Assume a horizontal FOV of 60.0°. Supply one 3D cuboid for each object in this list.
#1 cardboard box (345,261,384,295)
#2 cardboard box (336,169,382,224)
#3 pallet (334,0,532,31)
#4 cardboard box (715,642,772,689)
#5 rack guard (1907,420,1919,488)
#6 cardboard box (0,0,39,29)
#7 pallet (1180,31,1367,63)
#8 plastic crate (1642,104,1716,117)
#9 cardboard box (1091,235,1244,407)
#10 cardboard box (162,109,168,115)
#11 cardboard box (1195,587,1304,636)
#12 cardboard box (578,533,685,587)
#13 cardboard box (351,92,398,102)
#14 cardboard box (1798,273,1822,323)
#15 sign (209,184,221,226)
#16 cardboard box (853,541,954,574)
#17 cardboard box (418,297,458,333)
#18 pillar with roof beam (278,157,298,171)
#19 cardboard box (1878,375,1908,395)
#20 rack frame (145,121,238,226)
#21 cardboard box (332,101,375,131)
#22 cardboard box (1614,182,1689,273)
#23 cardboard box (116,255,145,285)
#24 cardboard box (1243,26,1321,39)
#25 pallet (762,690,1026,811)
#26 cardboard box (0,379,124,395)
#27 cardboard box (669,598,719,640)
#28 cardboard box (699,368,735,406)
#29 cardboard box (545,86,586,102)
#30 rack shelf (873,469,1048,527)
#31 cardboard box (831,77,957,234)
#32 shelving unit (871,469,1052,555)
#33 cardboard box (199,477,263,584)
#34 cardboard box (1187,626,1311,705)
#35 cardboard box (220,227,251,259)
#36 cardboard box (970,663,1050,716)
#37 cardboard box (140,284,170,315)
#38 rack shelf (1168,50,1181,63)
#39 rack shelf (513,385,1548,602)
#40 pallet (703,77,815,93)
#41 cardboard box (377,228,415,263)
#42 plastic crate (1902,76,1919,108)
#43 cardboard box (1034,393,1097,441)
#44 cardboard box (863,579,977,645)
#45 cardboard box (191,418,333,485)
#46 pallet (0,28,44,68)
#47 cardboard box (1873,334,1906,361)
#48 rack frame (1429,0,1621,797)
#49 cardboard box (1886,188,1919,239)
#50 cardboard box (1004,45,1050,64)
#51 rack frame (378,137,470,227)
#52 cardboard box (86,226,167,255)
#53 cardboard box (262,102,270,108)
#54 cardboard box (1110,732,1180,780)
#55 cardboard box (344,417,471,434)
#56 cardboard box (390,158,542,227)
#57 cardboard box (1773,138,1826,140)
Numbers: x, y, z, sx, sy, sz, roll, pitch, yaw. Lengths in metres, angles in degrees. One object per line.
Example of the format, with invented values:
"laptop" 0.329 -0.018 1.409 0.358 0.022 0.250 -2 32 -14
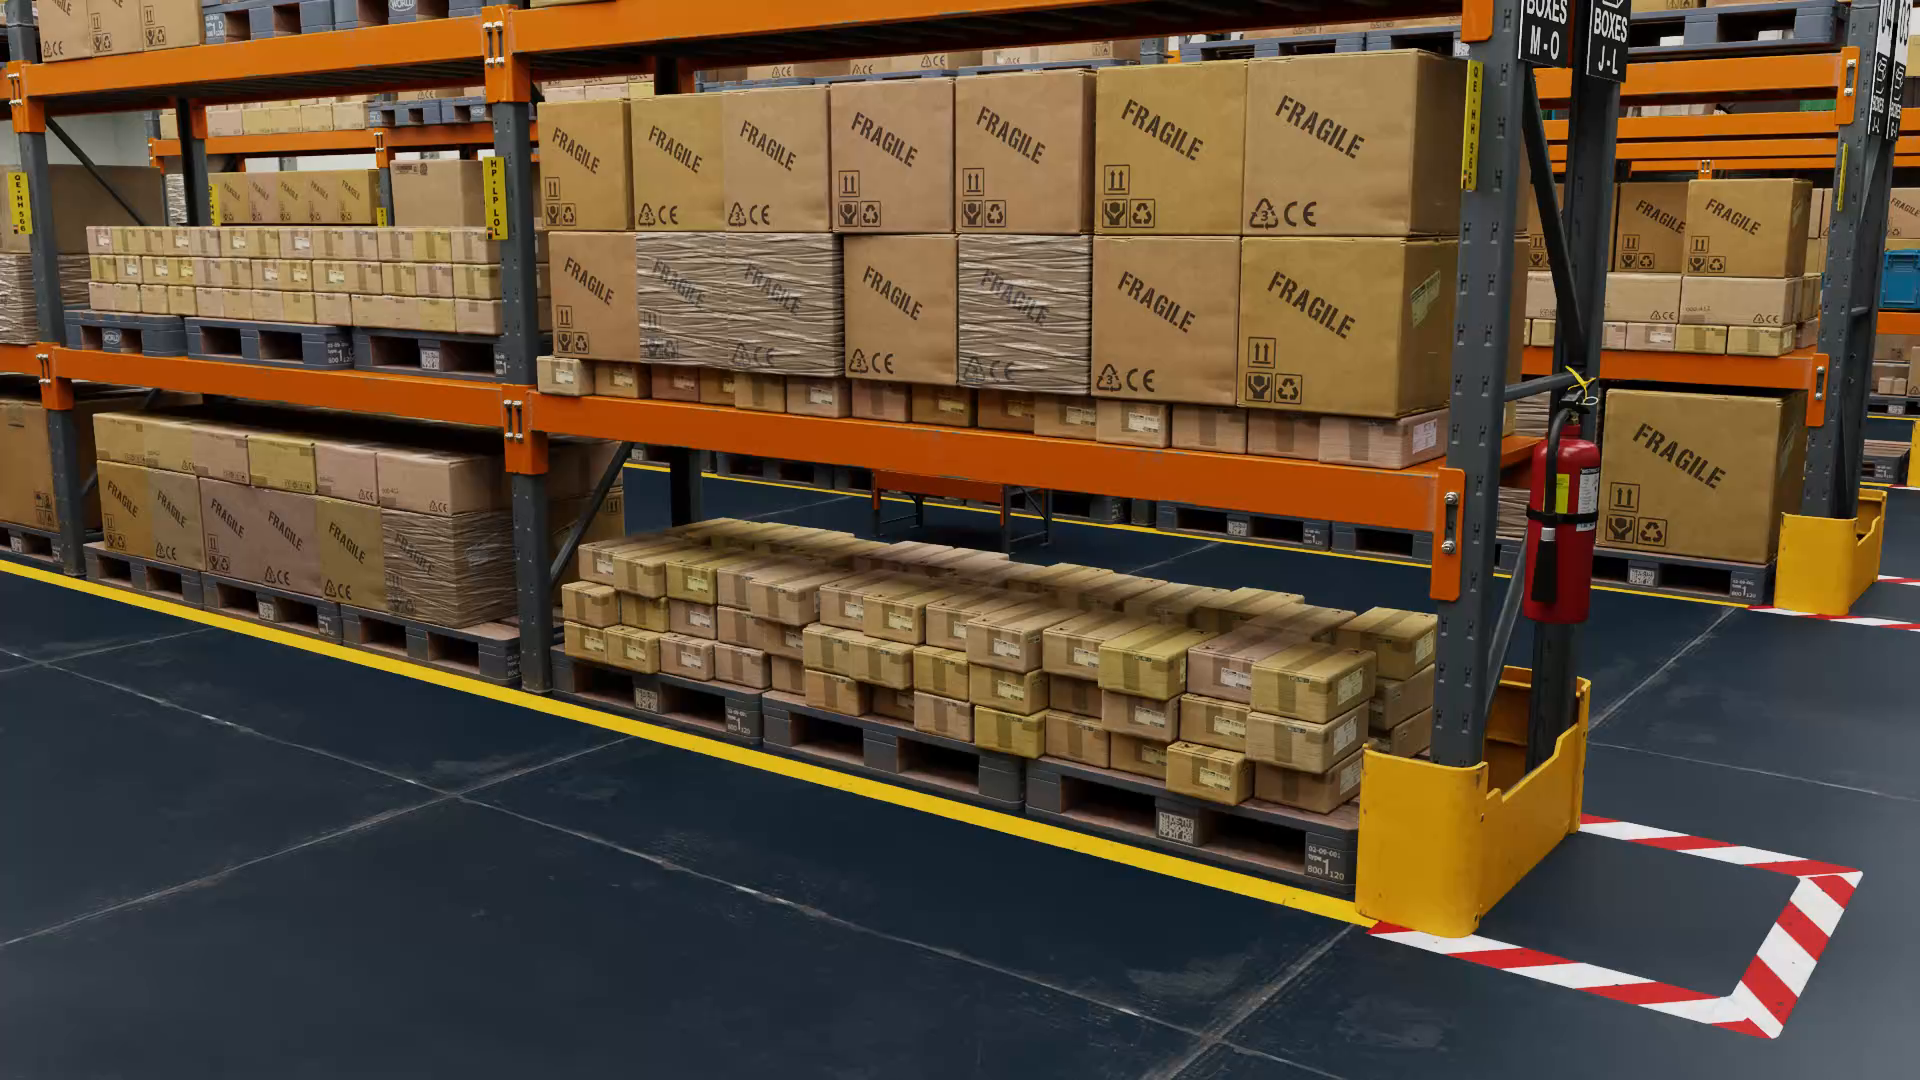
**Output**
"cardboard box" -2.614 -1.222 7.720 0.250 0.149 0.380 7 13 34
"cardboard box" -5.498 -3.232 15.662 0.500 0.500 0.500 8 13 36
"pallet" -1.976 -2.357 7.411 1.003 0.211 1.213 8 13 36
"cardboard box" -0.759 0.464 6.634 0.250 0.149 0.380 8 13 34
"rack guard" 7.658 -0.719 12.930 0.348 0.500 1.175 8 13 36
"cardboard box" -5.379 -2.987 9.422 0.250 0.166 0.380 8 13 36
"pallet" 2.129 -2.974 10.341 1.213 0.211 1.003 8 13 36
"plastic crate" 5.819 -3.485 13.441 0.530 0.136 0.437 8 13 36
"cardboard box" 0.756 -0.706 5.234 0.500 0.500 0.500 8 13 35
"cardboard box" -8.111 -4.516 17.424 0.250 0.149 0.380 8 13 35
"cardboard box" 1.040 0.289 5.971 0.250 0.149 0.380 8 13 35
"cardboard box" -1.387 0.081 7.046 0.250 0.149 0.380 9 14 38
"cardboard box" -5.405 -4.125 15.402 0.250 0.149 0.380 8 14 37
"cardboard box" 4.472 -1.356 9.256 0.500 0.250 0.500 8 13 34
"sign" -4.452 -1.954 9.892 0.005 0.325 0.100 8 13 36
"cardboard box" -0.231 0.118 6.856 0.250 0.149 0.380 7 13 33
"cardboard box" -2.189 -1.017 7.444 0.250 0.149 0.380 8 14 36
"pillar with roof beam" -20.217 -10.301 40.083 0.548 9.000 9.100 8 13 36
"cardboard box" 9.709 -1.613 17.269 0.250 0.166 0.380 8 13 36
"rack frame" -8.197 -2.988 18.075 0.127 3.000 1.000 8 13 36
"cardboard box" -5.494 -3.948 15.538 0.500 0.250 0.500 9 14 38
"cardboard box" 4.069 -1.781 9.475 0.500 0.500 0.500 8 13 34
"cardboard box" -4.275 -1.454 8.920 0.250 0.149 0.380 9 14 38
"cardboard box" 2.142 -3.337 10.351 0.500 0.500 0.700 7 13 32
"pallet" 0.008 0.686 6.429 1.213 0.211 1.003 8 13 36
"cardboard box" -5.910 -0.622 10.664 0.750 0.750 1.050 8 14 36
"cardboard box" -0.964 0.283 6.785 0.250 0.149 0.380 8 13 35
"cardboard box" -0.793 -0.614 6.468 0.250 0.149 0.380 7 13 33
"cardboard box" -3.088 -3.614 13.809 0.500 0.250 0.500 8 14 37
"rack shelf" 0.005 -0.311 10.465 1.000 0.278 0.538 8 13 36
"cardboard box" -0.095 -1.313 5.742 0.500 0.500 0.500 7 13 34
"shelving unit" 0.005 -0.552 10.419 1.048 1.125 0.538 8 13 36
"cardboard box" -3.523 -0.088 8.560 0.500 0.500 0.500 8 13 34
"cardboard box" 0.937 0.403 5.384 0.250 0.149 0.380 8 14 37
"cardboard box" -3.448 -1.486 8.303 0.250 0.149 0.380 8 14 37
"cardboard box" 0.243 0.477 5.786 0.250 0.149 0.380 8 14 36
"cardboard box" -4.091 -1.281 8.812 0.250 0.149 0.380 9 14 38
"rack shelf" 2.506 -6.225 21.962 4.000 0.370 1.077 8 13 36
"rack shelf" 1.517 -1.410 7.931 4.006 1.845 5.958 8 13 36
"pallet" -1.198 -3.404 12.827 1.003 0.211 1.213 9 14 38
"cardboard box" -2.405 -1.340 7.549 0.250 0.149 0.380 7 13 34
"plastic crate" 7.486 -3.441 12.868 0.590 0.269 0.497 8 13 36
"cardboard box" 0.448 -0.430 5.515 0.250 0.149 0.380 7 13 33
"cardboard box" -0.142 0.261 6.117 0.250 0.149 0.380 8 14 36
"cardboard box" -3.553 -0.458 8.502 0.500 0.250 0.500 8 14 36
"pallet" -5.316 -2.784 9.625 1.003 0.211 1.213 9 14 38
"cardboard box" 12.063 -2.619 21.644 0.500 0.500 0.700 7 13 34
"rack frame" 1.682 -0.441 4.911 0.127 3.000 1.000 8 13 36
"cardboard box" 9.637 -3.310 16.844 0.500 0.500 0.500 8 14 37
"cardboard box" 0.645 -3.411 11.494 0.500 0.311 0.500 7 13 34
"rack frame" -4.972 -2.538 15.751 0.127 3.000 1.000 8 13 36
"cardboard box" -4.504 -1.633 9.063 0.250 0.149 0.380 8 14 36
"cardboard box" -6.636 -4.316 16.391 0.250 0.149 0.380 7 13 33
"cardboard box" 0.705 0.669 5.574 0.250 0.149 0.380 8 13 35
"cardboard box" -2.820 -0.479 8.608 0.500 0.250 0.500 9 14 38
"cardboard box" -4.415 -2.928 15.081 1.000 1.000 1.000 8 14 36
"cardboard box" 8.795 -4.292 17.316 0.500 0.250 0.500 8 13 36
